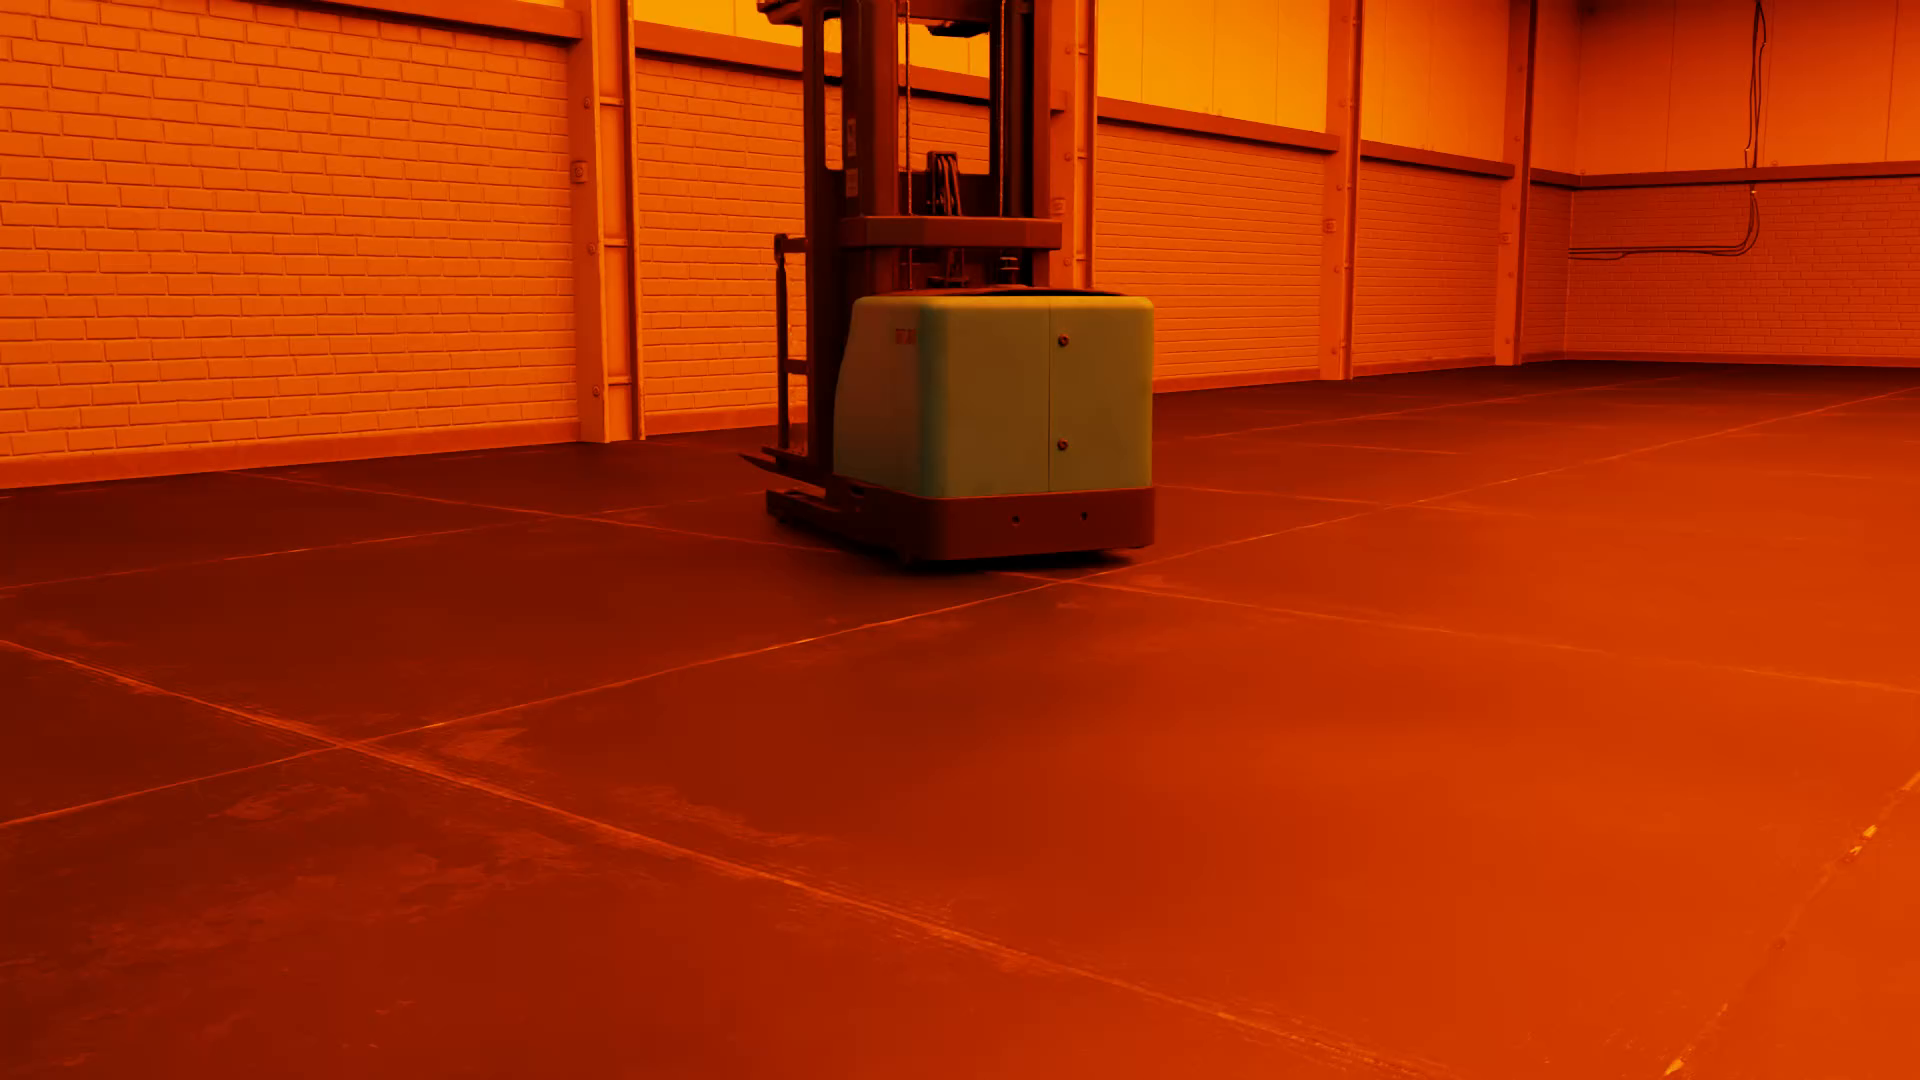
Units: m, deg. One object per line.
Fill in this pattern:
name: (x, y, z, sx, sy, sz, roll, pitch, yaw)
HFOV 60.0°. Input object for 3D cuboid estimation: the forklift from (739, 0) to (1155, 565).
forklift: (-0.277, -1.526, 7.710, 1.130, 2.935, 3.031, -4, 9, -24)
